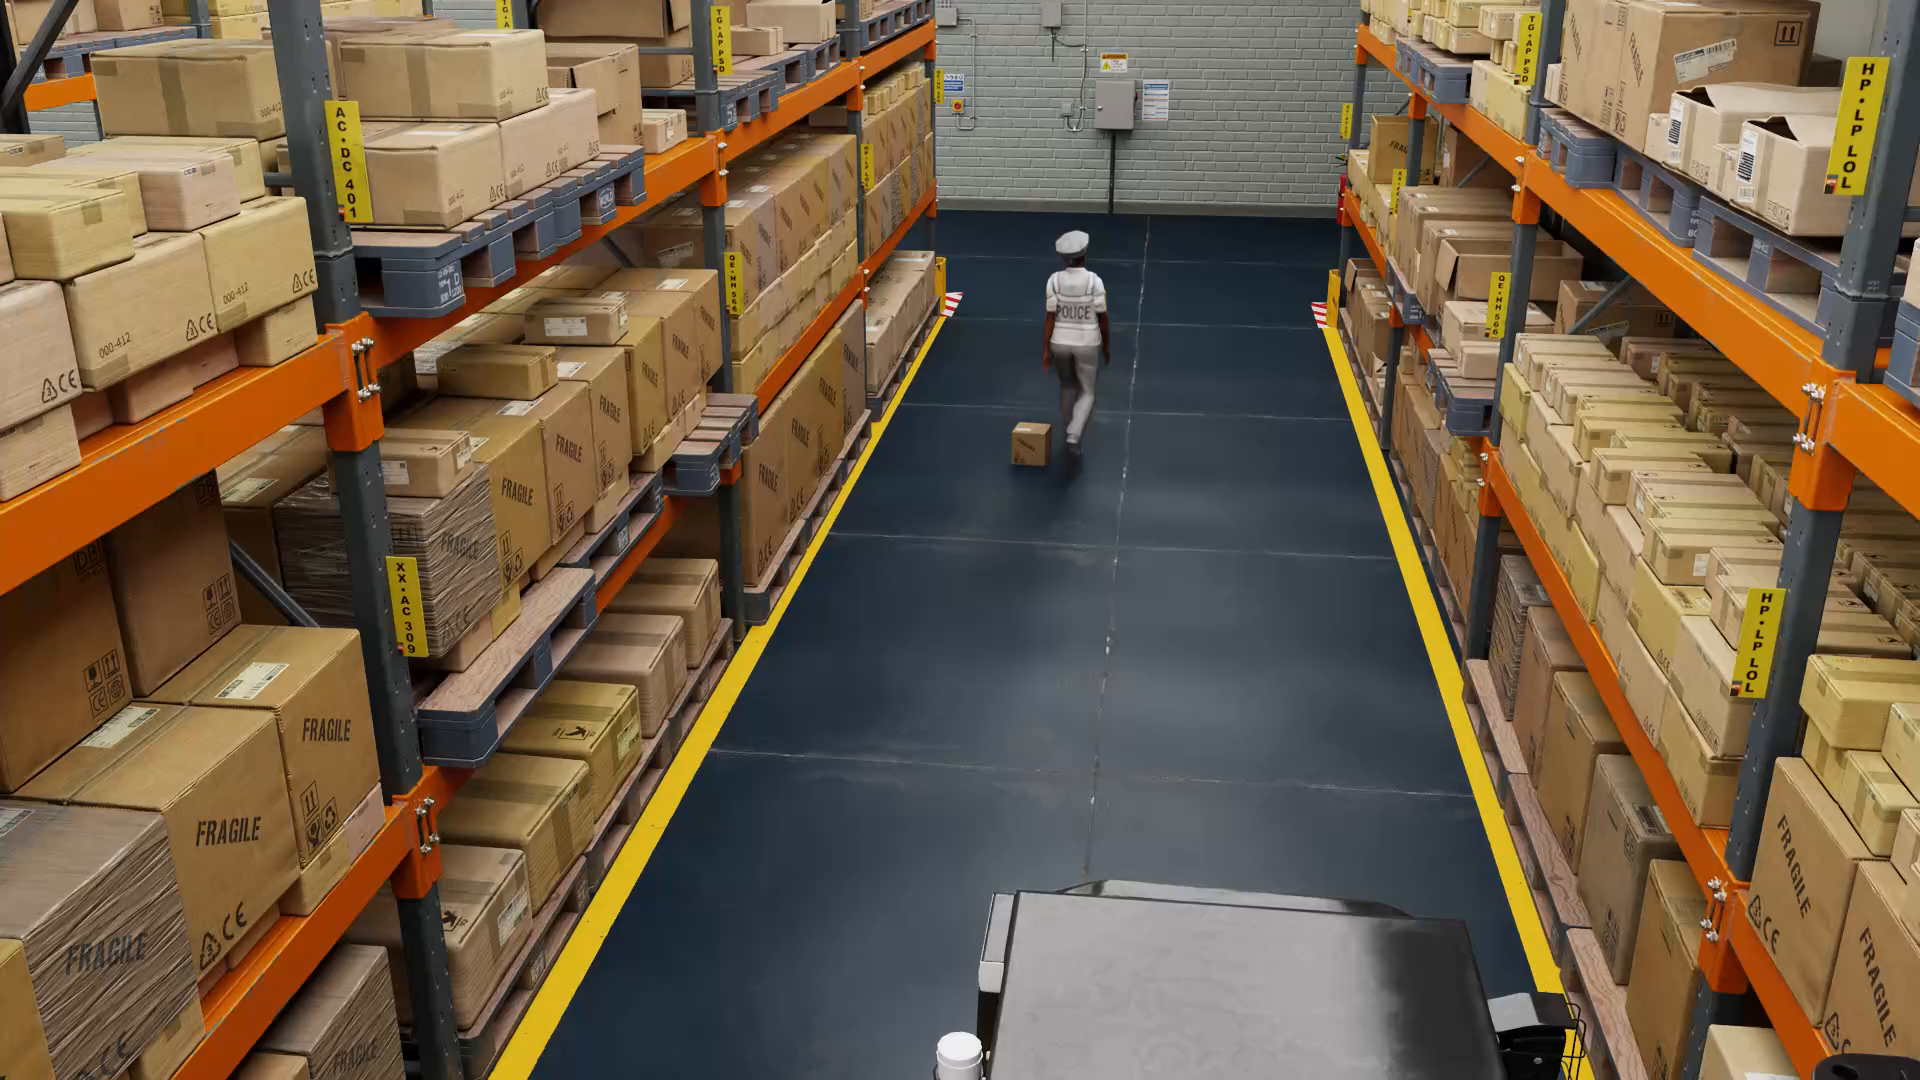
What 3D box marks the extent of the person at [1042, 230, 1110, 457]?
[{"bbox_3d":[0.839,-1.417,12.172,0.450,1.637,0.899,6,22,14],"label":"person"}]
